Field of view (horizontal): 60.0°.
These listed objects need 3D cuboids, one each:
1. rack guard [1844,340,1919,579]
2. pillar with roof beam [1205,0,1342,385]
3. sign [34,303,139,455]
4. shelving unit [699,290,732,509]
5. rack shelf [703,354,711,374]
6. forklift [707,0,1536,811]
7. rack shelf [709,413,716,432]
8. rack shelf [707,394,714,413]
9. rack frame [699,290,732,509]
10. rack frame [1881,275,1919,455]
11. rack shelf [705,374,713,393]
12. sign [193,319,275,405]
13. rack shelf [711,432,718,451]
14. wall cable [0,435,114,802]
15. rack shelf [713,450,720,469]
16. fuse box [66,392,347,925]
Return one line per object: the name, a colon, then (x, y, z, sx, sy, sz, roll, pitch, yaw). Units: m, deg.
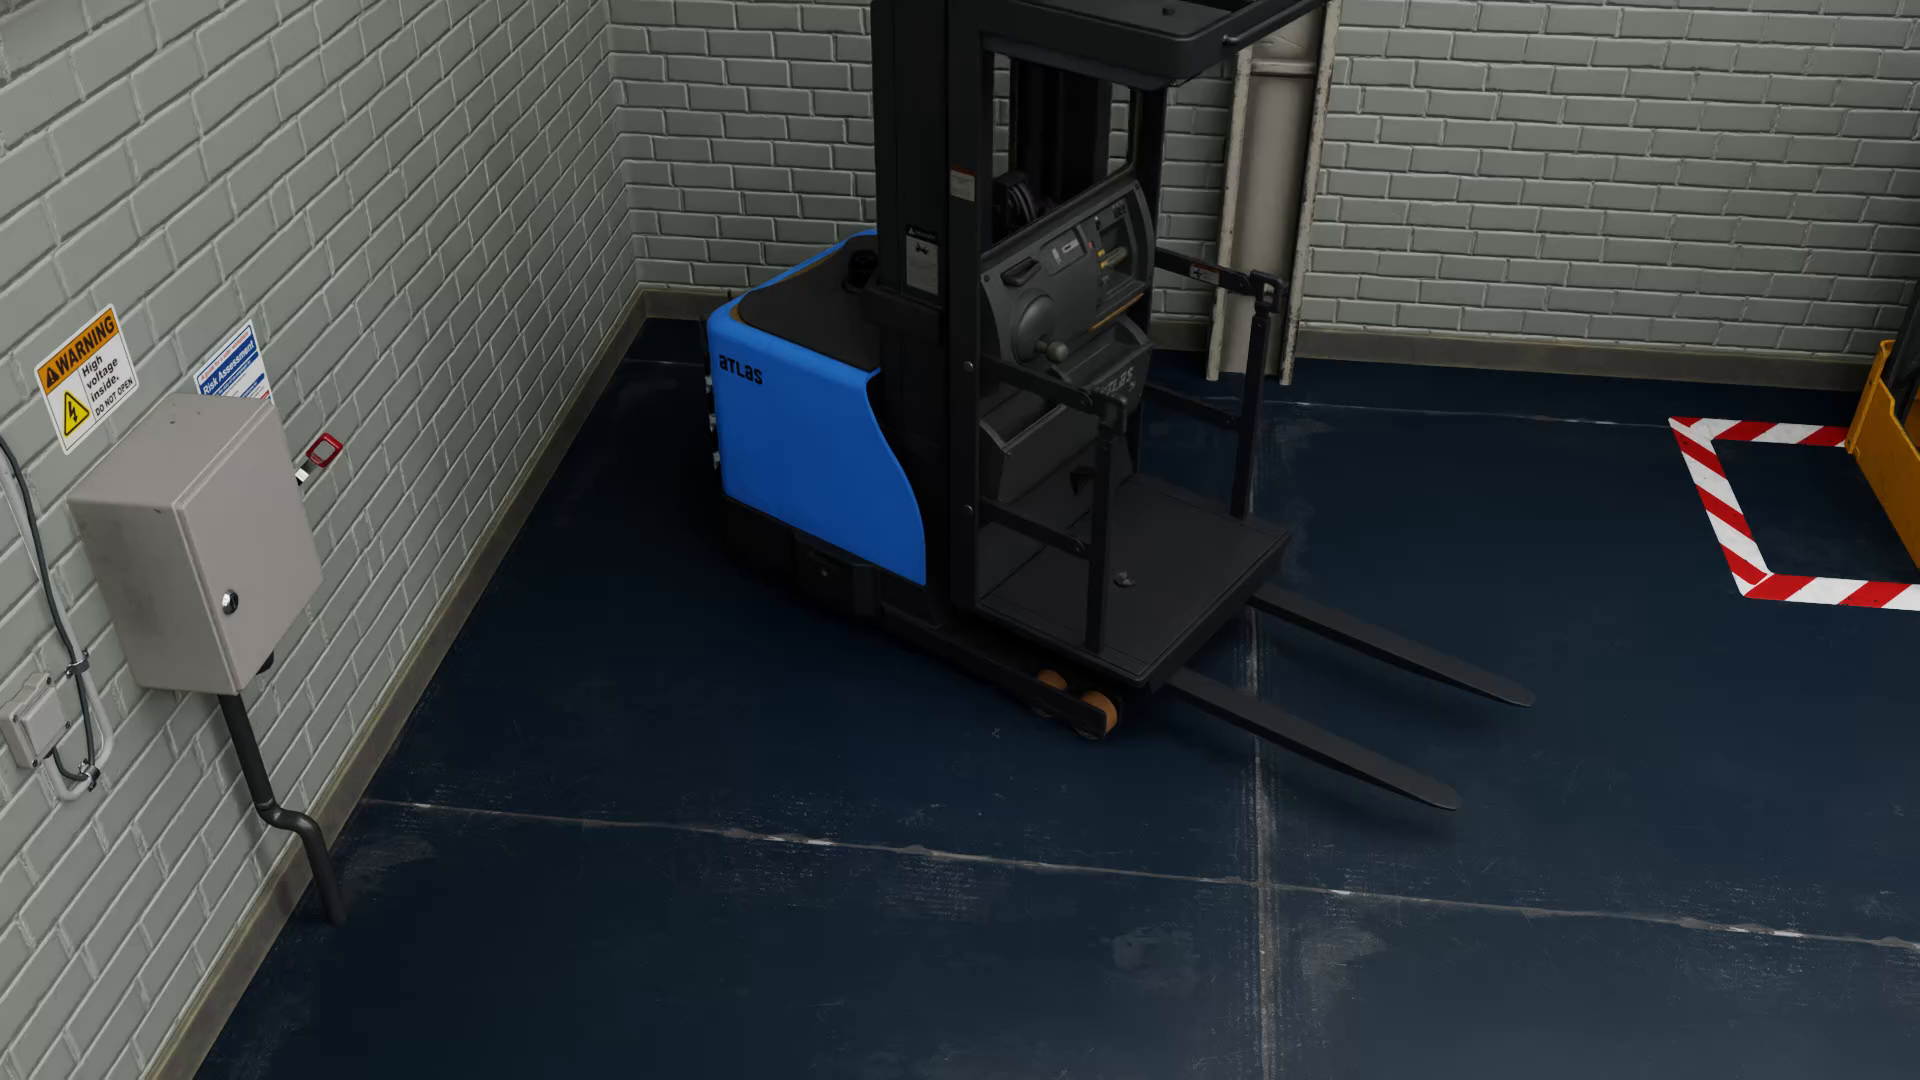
rack guard: (4.003, -0.305, 6.746, 0.348, 0.500, 1.175, 4, 36, 6)
pillar with roof beam: (0.820, -2.008, 1.817, 0.400, 9.000, 9.100, 4, 36, 6)
sign: (-2.097, -0.390, 4.004, 0.001, 0.242, 0.339, 4, 36, 6)
shelving unit: (-0.865, -0.538, 6.729, 0.210, 0.900, 0.258, 14, 38, 19)
rack shelf: (-0.865, -0.731, 6.592, 0.200, 0.077, 0.258, 14, 38, 19)
forklift: (0.538, -0.852, 5.421, 3.031, 2.935, 1.130, 24, 42, 29)
rack shelf: (-0.865, -0.511, 6.749, 0.200, 0.077, 0.258, 14, 38, 19)
rack shelf: (-0.865, -0.584, 6.696, 0.200, 0.077, 0.258, 14, 38, 19)
rack frame: (-0.958, -0.562, 6.762, 0.006, 0.900, 0.240, 14, 38, 19)
rack frame: (3.927, -1.328, 6.028, 0.127, 3.000, 1.000, 4, 36, 6)
rack shelf: (-0.865, -0.657, 6.644, 0.200, 0.077, 0.258, 14, 38, 19)
sign: (-2.027, -0.332, 4.715, 0.001, 0.494, 0.329, 4, 36, 6)
rack shelf: (-0.865, -0.438, 6.801, 0.200, 0.077, 0.258, 14, 38, 19)
wall cable: (-2.128, -0.103, 3.437, 0.122, 1.984, 0.588, 4, 36, 6)
rack shelf: (-0.865, -0.364, 6.853, 0.200, 0.077, 0.258, 14, 38, 19)
fuse box: (-1.885, 0.454, 4.641, 0.414, 1.711, 0.539, 4, 36, 6)
